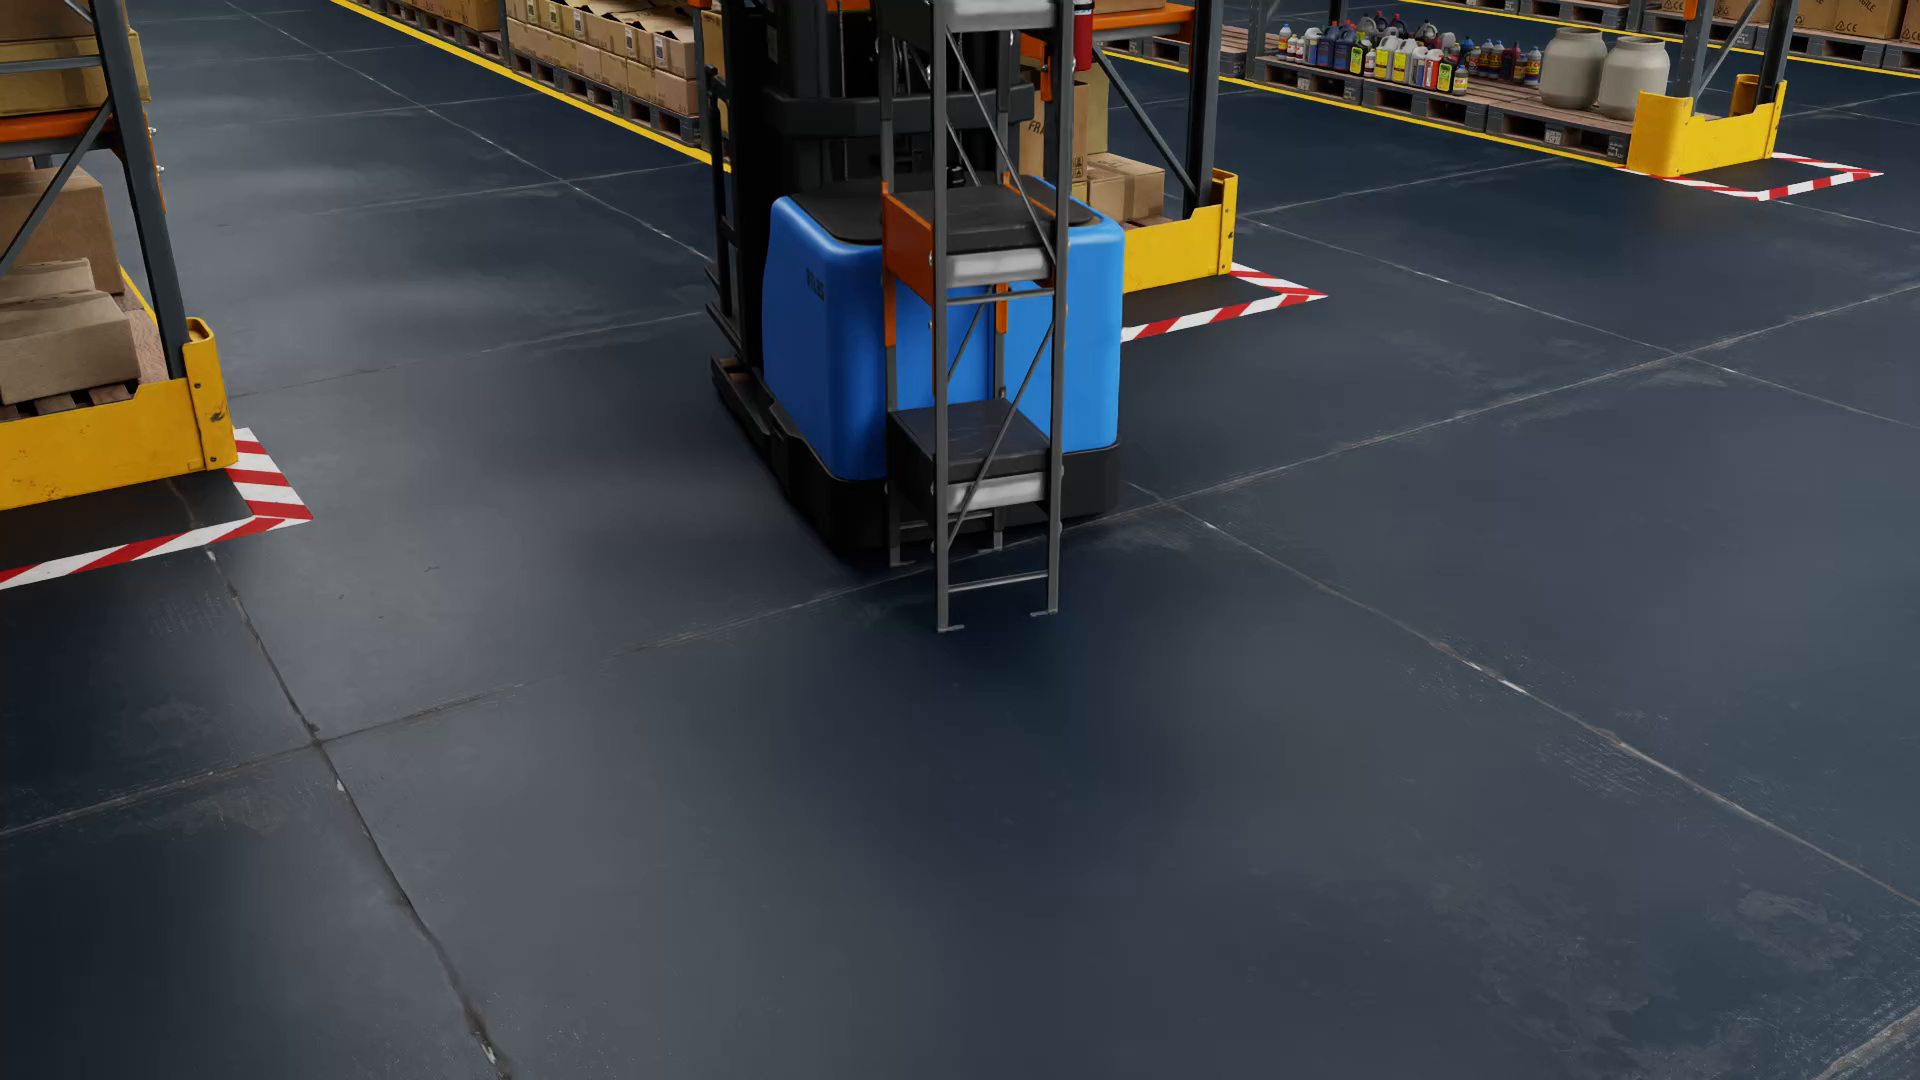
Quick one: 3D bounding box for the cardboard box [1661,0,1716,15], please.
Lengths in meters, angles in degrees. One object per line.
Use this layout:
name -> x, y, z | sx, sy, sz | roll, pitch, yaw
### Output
cardboard box -> 7.159, -5.347, 15.999 | 0.500, 0.500, 0.500 | -17, 30, -31

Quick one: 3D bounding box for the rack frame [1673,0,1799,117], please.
rack frame -> 5.008, -3.855, 10.403 | 1.000, 3.000, 0.127 | -16, 29, -30

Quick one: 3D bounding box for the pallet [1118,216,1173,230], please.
pallet -> 0.403, -1.705, 9.114 | 1.003, 0.211, 1.213 | -16, 29, -30

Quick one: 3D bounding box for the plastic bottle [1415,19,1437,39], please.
plastic bottle -> 3.698, -3.940, 13.169 | 0.144, 0.351, 0.185 | -16, 29, -30

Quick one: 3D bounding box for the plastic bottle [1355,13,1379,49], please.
plastic bottle -> 3.297, -4.090, 13.488 | 0.144, 0.351, 0.185 | -16, 29, -30

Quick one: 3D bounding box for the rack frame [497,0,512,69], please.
rack frame -> -3.511, -5.564, 14.022 | 1.000, 3.000, 0.127 | -16, 29, -30

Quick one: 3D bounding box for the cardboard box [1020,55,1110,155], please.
cardboard box -> 0.475, -2.410, 9.191 | 0.500, 0.500, 0.500 | -16, 29, -30

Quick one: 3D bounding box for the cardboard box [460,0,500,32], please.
cardboard box -> -4.219, -4.912, 15.054 | 0.500, 0.500, 0.500 | -14, 29, -28

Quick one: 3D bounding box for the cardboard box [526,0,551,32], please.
cardboard box -> -3.178, -4.322, 13.463 | 0.500, 0.311, 0.500 | -16, 30, -31

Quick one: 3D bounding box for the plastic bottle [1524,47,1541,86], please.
plastic bottle -> 4.279, -3.541, 12.419 | 0.097, 0.271, 0.097 | 0, 25, 0

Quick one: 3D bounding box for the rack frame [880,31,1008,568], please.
rack frame -> -0.046, -0.887, 5.169 | 0.400, 2.100, 0.015 | -9, 27, -18

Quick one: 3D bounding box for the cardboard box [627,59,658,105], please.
cardboard box -> -2.072, -3.341, 12.043 | 0.500, 0.250, 0.500 | -16, 30, -30

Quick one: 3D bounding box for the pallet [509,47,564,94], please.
pallet -> -3.095, -3.999, 13.974 | 1.003, 0.211, 1.213 | -16, 29, -30

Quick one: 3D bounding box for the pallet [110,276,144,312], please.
pallet -> -4.410, -1.047, 7.721 | 1.003, 0.211, 1.213 | -16, 29, -30

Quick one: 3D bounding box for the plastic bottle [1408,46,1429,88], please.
plastic bottle -> 3.448, -3.523, 12.375 | 0.152, 0.276, 0.135 | -16, 30, -31

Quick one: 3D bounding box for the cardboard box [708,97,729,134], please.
cardboard box -> -1.329, -2.843, 10.987 | 0.500, 0.250, 0.500 | -16, 29, -30

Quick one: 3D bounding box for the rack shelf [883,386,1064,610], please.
rack shelf -> 0.035, -0.143, 5.266 | 0.431, 0.518, 0.480 | -9, 27, -18

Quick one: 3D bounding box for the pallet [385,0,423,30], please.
pallet -> -5.219, -5.451, 17.050 | 1.003, 0.211, 1.213 | -16, 29, -30

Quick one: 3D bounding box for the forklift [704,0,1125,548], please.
forklift -> -0.412, -1.903, 6.348 | 1.130, 2.935, 3.031 | -9, 27, -18

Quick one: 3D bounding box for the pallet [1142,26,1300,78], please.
pallet -> 2.363, -4.297, 14.604 | 1.003, 0.211, 1.213 | -16, 29, -30

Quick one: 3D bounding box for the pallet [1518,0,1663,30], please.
pallet -> 6.548, -5.457, 17.063 | 1.003, 0.211, 1.213 | -16, 29, -30

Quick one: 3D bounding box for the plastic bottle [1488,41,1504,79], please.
plastic bottle -> 4.092, -3.664, 12.678 | 0.097, 0.271, 0.097 | 0, 25, 0

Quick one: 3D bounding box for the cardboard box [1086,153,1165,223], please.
cardboard box -> 0.749, -1.892, 8.974 | 0.500, 0.250, 0.500 | -16, 29, -30

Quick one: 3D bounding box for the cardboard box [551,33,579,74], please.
cardboard box -> -2.908, -3.890, 13.206 | 0.500, 0.250, 0.500 | -16, 30, -31

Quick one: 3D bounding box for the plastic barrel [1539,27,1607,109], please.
plastic barrel -> 4.311, -3.317, 11.685 | 0.421, 0.512, 0.421 | 0, 25, 0

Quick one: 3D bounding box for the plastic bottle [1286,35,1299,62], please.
plastic bottle -> 2.686, -3.967, 13.402 | 0.097, 0.201, 0.097 | 0, 25, 0

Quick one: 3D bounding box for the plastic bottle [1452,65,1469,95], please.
plastic bottle -> 3.638, -3.343, 12.081 | 0.097, 0.201, 0.097 | 0, 25, 0

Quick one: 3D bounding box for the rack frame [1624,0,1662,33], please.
rack frame -> 6.974, -6.440, 15.878 | 1.000, 3.000, 0.127 | -16, 29, -30

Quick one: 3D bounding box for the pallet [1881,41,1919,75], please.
pallet -> 8.702, -4.074, 14.133 | 1.003, 0.211, 1.213 | -16, 29, -30

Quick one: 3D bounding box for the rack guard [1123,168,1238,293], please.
rack guard -> 0.869, -1.563, 8.476 | 1.175, 0.500, 0.348 | -16, 29, -30

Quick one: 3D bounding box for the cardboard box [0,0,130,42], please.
cardboard box -> -3.301, -2.067, 5.890 | 0.500, 0.500, 0.500 | -15, 29, -30

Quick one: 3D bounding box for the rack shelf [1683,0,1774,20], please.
rack shelf -> 3.916, -4.245, 12.071 | 1.077, 0.370, 4.000 | -16, 29, -30

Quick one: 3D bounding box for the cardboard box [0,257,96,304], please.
cardboard box -> -3.906, -1.002, 6.993 | 0.500, 0.311, 0.500 | -13, 28, -25

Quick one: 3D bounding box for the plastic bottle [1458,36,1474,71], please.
plastic bottle -> 3.927, -3.772, 12.908 | 0.097, 0.271, 0.097 | 0, 25, 0

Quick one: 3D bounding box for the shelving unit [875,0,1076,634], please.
shelving unit -> 0.035, -0.789, 4.961 | 0.431, 2.100, 0.503 | -9, 27, -18

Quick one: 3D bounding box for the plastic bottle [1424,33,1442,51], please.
plastic bottle -> 3.695, -3.825, 13.005 | 0.061, 0.283, 0.133 | -16, 29, -30

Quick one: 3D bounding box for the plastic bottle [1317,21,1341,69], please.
plastic bottle -> 2.917, -3.901, 13.088 | 0.144, 0.351, 0.185 | -15, 29, -28

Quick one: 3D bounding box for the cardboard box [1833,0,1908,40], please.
cardboard box -> 8.150, -4.730, 14.693 | 0.500, 0.500, 0.500 | -13, 28, -25

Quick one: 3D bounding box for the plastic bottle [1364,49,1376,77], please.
plastic bottle -> 3.155, -3.660, 12.751 | 0.097, 0.201, 0.097 | 0, 25, 0

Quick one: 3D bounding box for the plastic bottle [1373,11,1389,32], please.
plastic bottle -> 3.417, -4.124, 13.559 | 0.144, 0.351, 0.185 | -16, 30, -31

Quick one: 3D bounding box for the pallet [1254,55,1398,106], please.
pallet -> 3.156, -3.775, 13.499 | 1.003, 0.211, 1.213 | -16, 29, -30

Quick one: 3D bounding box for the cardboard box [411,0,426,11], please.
cardboard box -> -5.068, -5.464, 16.224 | 0.500, 0.500, 0.500 | -15, 29, -29

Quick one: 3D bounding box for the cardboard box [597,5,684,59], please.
cardboard box -> -2.349, -3.775, 12.304 | 0.500, 0.311, 0.500 | -16, 29, -30
